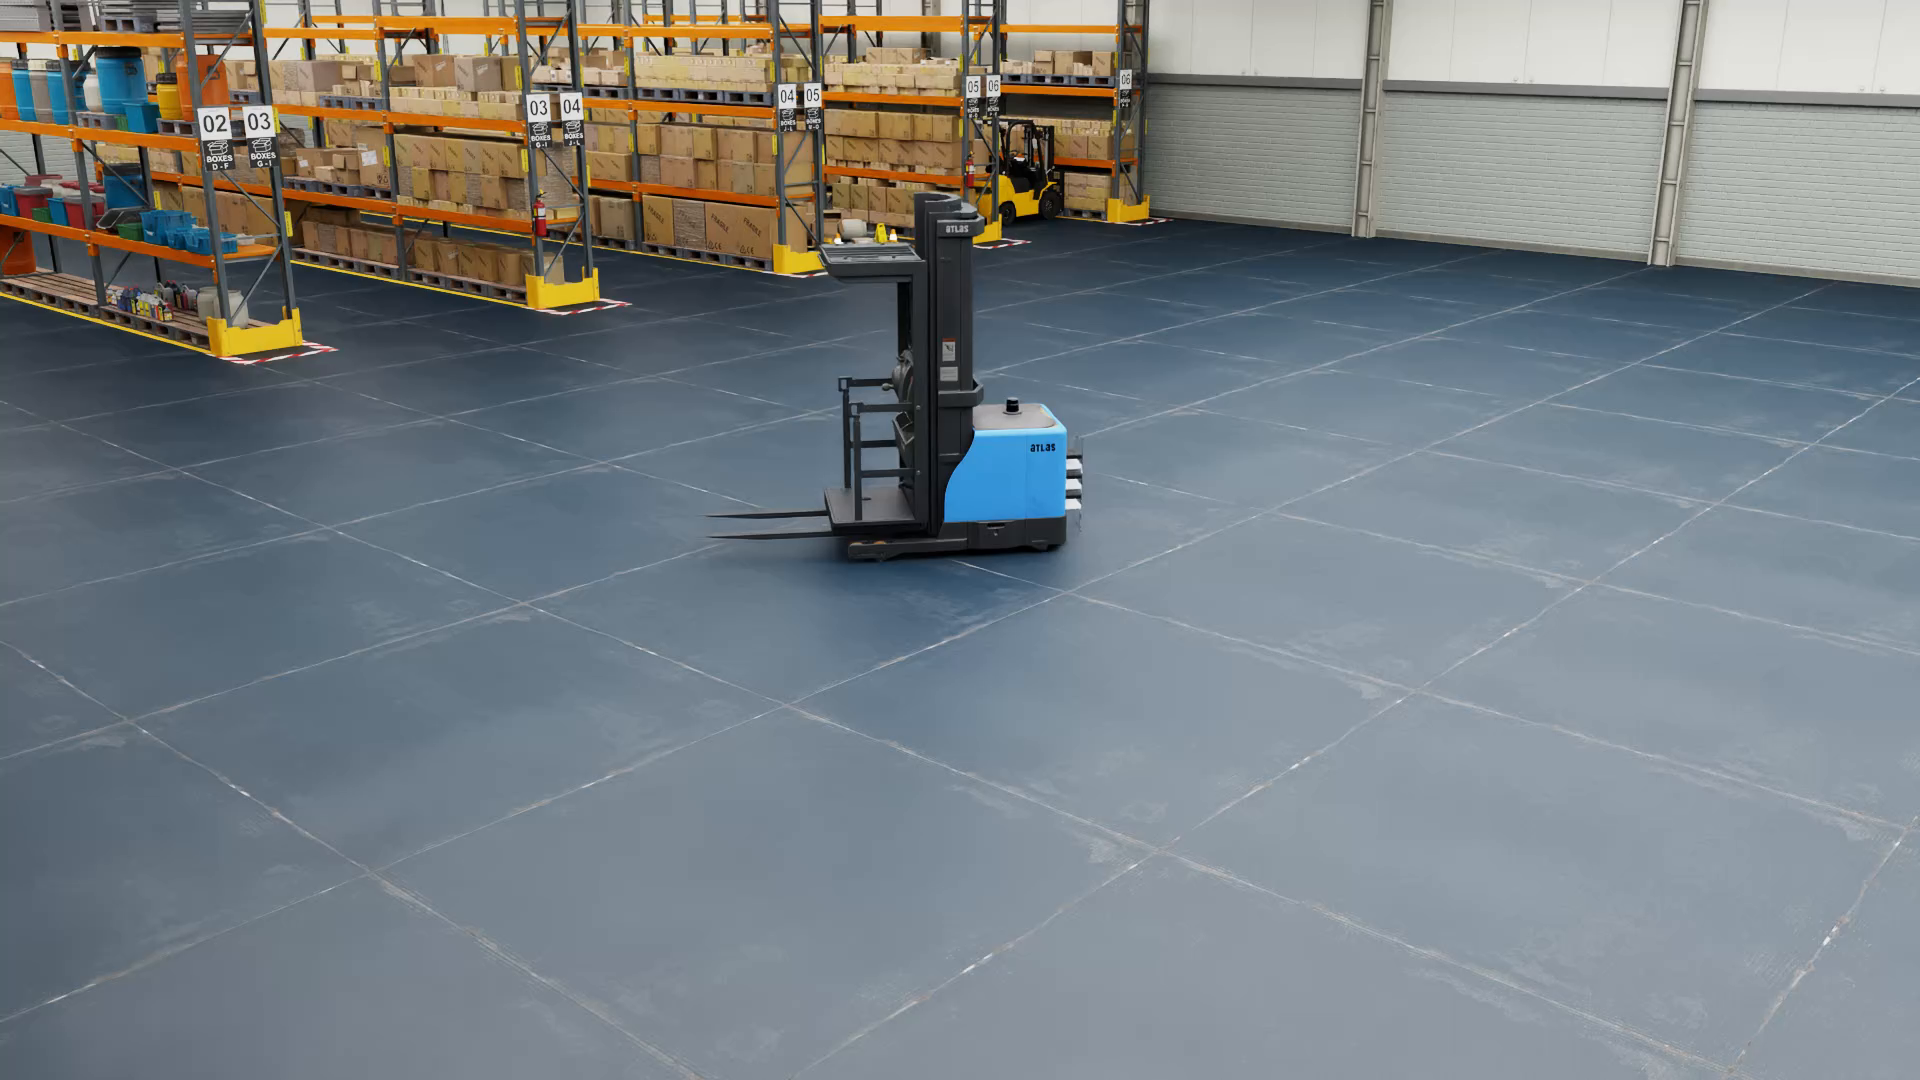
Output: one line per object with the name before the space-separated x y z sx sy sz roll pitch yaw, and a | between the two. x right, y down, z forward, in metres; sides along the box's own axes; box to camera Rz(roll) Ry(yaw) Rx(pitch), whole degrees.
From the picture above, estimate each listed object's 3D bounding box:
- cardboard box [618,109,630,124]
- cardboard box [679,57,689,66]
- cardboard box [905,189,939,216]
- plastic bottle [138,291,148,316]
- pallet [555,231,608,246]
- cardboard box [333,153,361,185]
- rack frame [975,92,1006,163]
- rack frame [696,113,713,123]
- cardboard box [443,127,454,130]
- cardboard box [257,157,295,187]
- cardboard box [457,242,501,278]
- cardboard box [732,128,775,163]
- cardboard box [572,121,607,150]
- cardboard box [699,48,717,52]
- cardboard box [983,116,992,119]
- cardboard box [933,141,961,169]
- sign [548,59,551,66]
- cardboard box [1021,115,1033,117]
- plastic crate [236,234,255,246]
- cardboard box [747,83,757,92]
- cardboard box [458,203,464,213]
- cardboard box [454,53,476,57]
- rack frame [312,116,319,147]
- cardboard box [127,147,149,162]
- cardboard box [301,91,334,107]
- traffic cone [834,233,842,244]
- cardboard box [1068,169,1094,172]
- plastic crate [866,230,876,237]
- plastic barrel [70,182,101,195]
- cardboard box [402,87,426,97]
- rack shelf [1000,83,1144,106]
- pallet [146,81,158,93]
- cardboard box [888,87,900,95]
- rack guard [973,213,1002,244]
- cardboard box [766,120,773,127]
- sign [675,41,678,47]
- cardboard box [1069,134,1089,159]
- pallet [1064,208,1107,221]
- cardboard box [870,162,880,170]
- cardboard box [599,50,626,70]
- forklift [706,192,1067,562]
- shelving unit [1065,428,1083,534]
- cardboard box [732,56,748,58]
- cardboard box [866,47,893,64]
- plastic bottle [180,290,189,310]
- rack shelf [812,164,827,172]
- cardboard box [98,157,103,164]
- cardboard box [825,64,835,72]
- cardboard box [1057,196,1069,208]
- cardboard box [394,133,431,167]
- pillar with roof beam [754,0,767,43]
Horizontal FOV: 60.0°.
cardboard box | -7.662 -9.966 39.065 0.500 0.500 0.500 14 23 38
cardboard box | -4.800 -8.578 29.790 0.250 0.149 0.380 15 23 39
cardboard box | -0.762 -6.836 33.632 0.500 0.500 0.500 16 24 41
plastic bottle | -11.667 -3.391 23.818 0.185 0.351 0.144 15 23 39
pallet | -7.343 -6.100 33.310 1.213 0.211 1.003 15 23 39
cardboard box | -10.525 -6.521 29.162 0.797 0.503 0.637 -15 23 -40
rack frame | 0.703 -9.310 38.816 0.127 3.000 1.000 15 23 39
rack frame | -5.581 -8.989 37.806 0.127 3.000 1.000 15 23 39
cardboard box | -11.152 -8.926 36.344 0.250 0.149 0.380 14 22 38
cardboard box | -12.693 -6.838 30.861 0.500 0.500 0.500 16 24 41
cardboard box | -7.945 -4.643 27.549 0.500 0.500 0.500 13 22 34
cardboard box | -3.532 -7.002 29.510 0.550 0.550 0.875 15 23 39
cardboard box | -7.315 -7.975 32.790 0.500 0.500 0.700 15 23 39
cardboard box | -6.577 -12.905 44.115 0.500 0.250 0.500 16 23 40
cardboard box | 0.744 -9.677 38.245 0.250 0.149 0.380 16 23 40
cardboard box | -0.186 -7.619 32.831 0.500 0.500 0.500 15 23 38
sign | -8.417 -9.687 34.059 0.005 0.325 0.100 15 23 39
cardboard box | 1.509 -9.703 38.325 0.250 0.149 0.380 15 23 39
plastic crate | -9.919 -4.147 22.984 0.250 0.136 0.298 15 23 39
cardboard box | -3.469 -7.841 28.786 0.250 0.149 0.380 15 23 40
cardboard box | -7.858 -5.375 26.832 0.250 0.149 0.380 15 23 39
cardboard box | -10.242 -9.967 34.498 0.258 0.266 0.396 15 23 39
rack frame | -14.775 -9.455 39.274 0.127 3.000 1.000 15 23 39
cardboard box | -16.802 -7.958 34.313 0.500 0.250 0.500 14 23 38
cardboard box | -11.202 -7.749 29.188 0.500 0.250 0.500 16 23 40
traffic cone | -2.262 -5.461 30.884 0.334 0.463 0.336 15 23 39
cardboard box | 2.718 -8.215 37.563 0.500 0.250 0.500 15 23 39
plastic crate | -1.959 -6.294 34.139 0.583 0.080 0.402 7 19 21
plastic barrel | -13.574 -5.277 25.884 0.433 0.535 0.433 0 18 0
cardboard box | -8.884 -7.319 27.174 0.250 0.149 0.380 14 22 37
rack shelf | 2.199 -9.995 37.206 4.000 0.370 1.077 15 23 39
pallet | -15.756 -9.104 33.356 1.213 0.211 1.003 15 23 39
cardboard box | -1.228 -9.000 33.295 0.250 0.149 0.380 15 23 39
rack guard | 0.346 -6.207 33.171 0.348 0.500 1.175 15 23 39
cardboard box | -3.841 -8.821 35.924 0.500 0.500 0.500 16 24 41
sign | -7.889 -13.693 46.203 0.005 0.325 0.100 15 23 39
cardboard box | 2.770 -8.700 36.729 0.500 0.500 0.500 16 24 41
pallet | 3.095 -7.322 37.161 1.213 0.211 1.003 15 23 39
cardboard box | -1.616 -7.672 34.069 0.250 0.149 0.380 15 23 40
cardboard box | -8.106 -11.227 39.040 0.500 0.500 0.500 15 23 38
forklift | -0.655 -1.382 13.950 3.031 2.935 1.130 -3 18 -8
shelving unit | 0.941 -0.510 14.559 0.210 0.900 0.258 -3 18 -8
cardboard box | -3.988 -8.626 29.941 0.250 0.149 0.380 15 23 40
cardboard box | -1.909 -11.638 40.167 0.500 0.500 0.500 15 23 40
plastic bottle | -11.348 -3.513 24.314 0.133 0.283 0.061 15 23 39
rack shelf | -4.085 -8.245 36.649 4.000 0.370 1.077 15 23 39
cardboard box | -18.096 -8.088 35.380 0.250 0.149 0.380 15 23 40
cardboard box | -2.570 -9.739 34.307 0.250 0.149 0.380 15 23 38
cardboard box | 2.399 -7.624 37.354 0.500 0.250 0.500 15 23 40
cardboard box | -8.999 -6.462 27.533 0.500 0.500 0.500 15 23 39
pillar with roof beam | -8.061 -13.145 40.984 0.400 9.000 9.100 15 23 39
